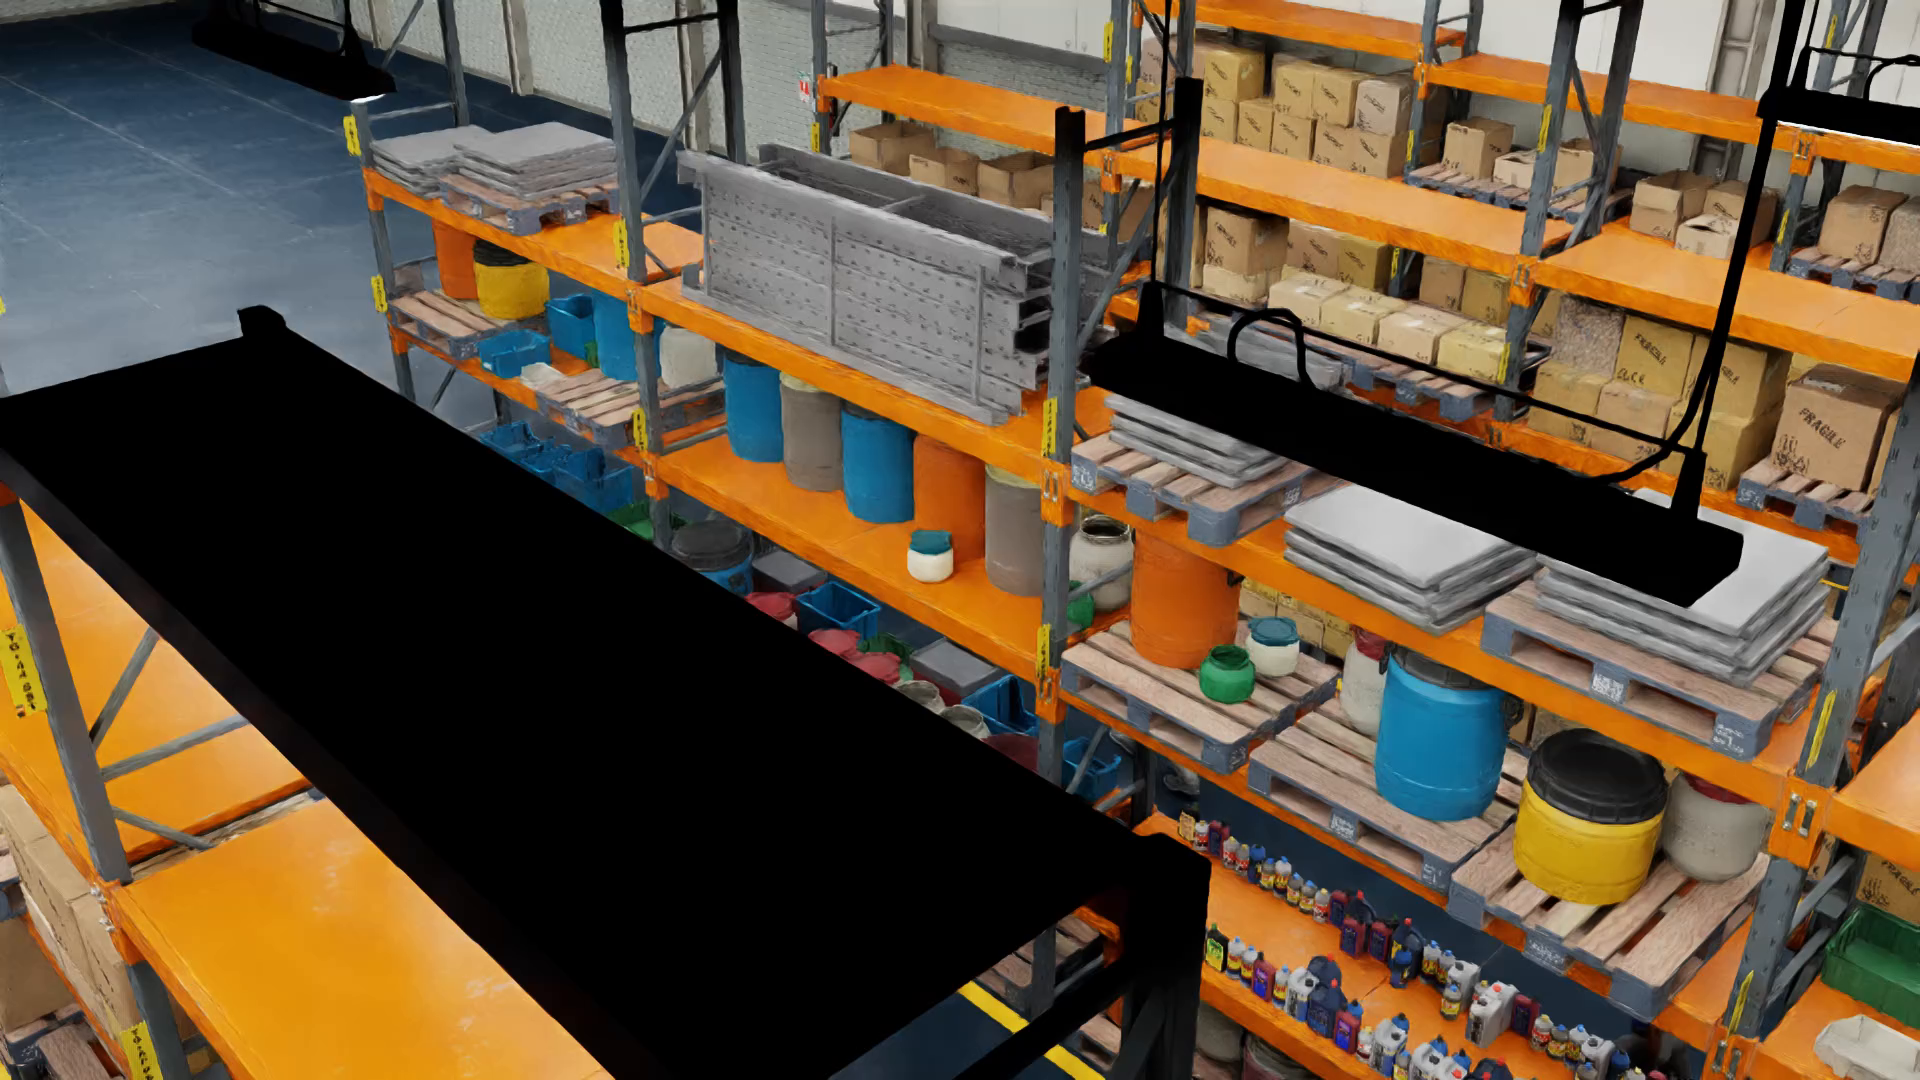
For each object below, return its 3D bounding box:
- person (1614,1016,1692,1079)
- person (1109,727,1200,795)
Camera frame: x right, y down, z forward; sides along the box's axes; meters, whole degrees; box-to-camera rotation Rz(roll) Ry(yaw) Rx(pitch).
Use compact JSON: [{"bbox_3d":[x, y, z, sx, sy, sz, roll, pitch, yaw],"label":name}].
[{"bbox_3d":[4.049,2.893,9.766,0.447,1.570,1.088,-23,36,-36],"label":"person"},{"bbox_3d":[1.528,1.099,12.991,0.554,1.709,1.040,-25,37,-39],"label":"person"}]
